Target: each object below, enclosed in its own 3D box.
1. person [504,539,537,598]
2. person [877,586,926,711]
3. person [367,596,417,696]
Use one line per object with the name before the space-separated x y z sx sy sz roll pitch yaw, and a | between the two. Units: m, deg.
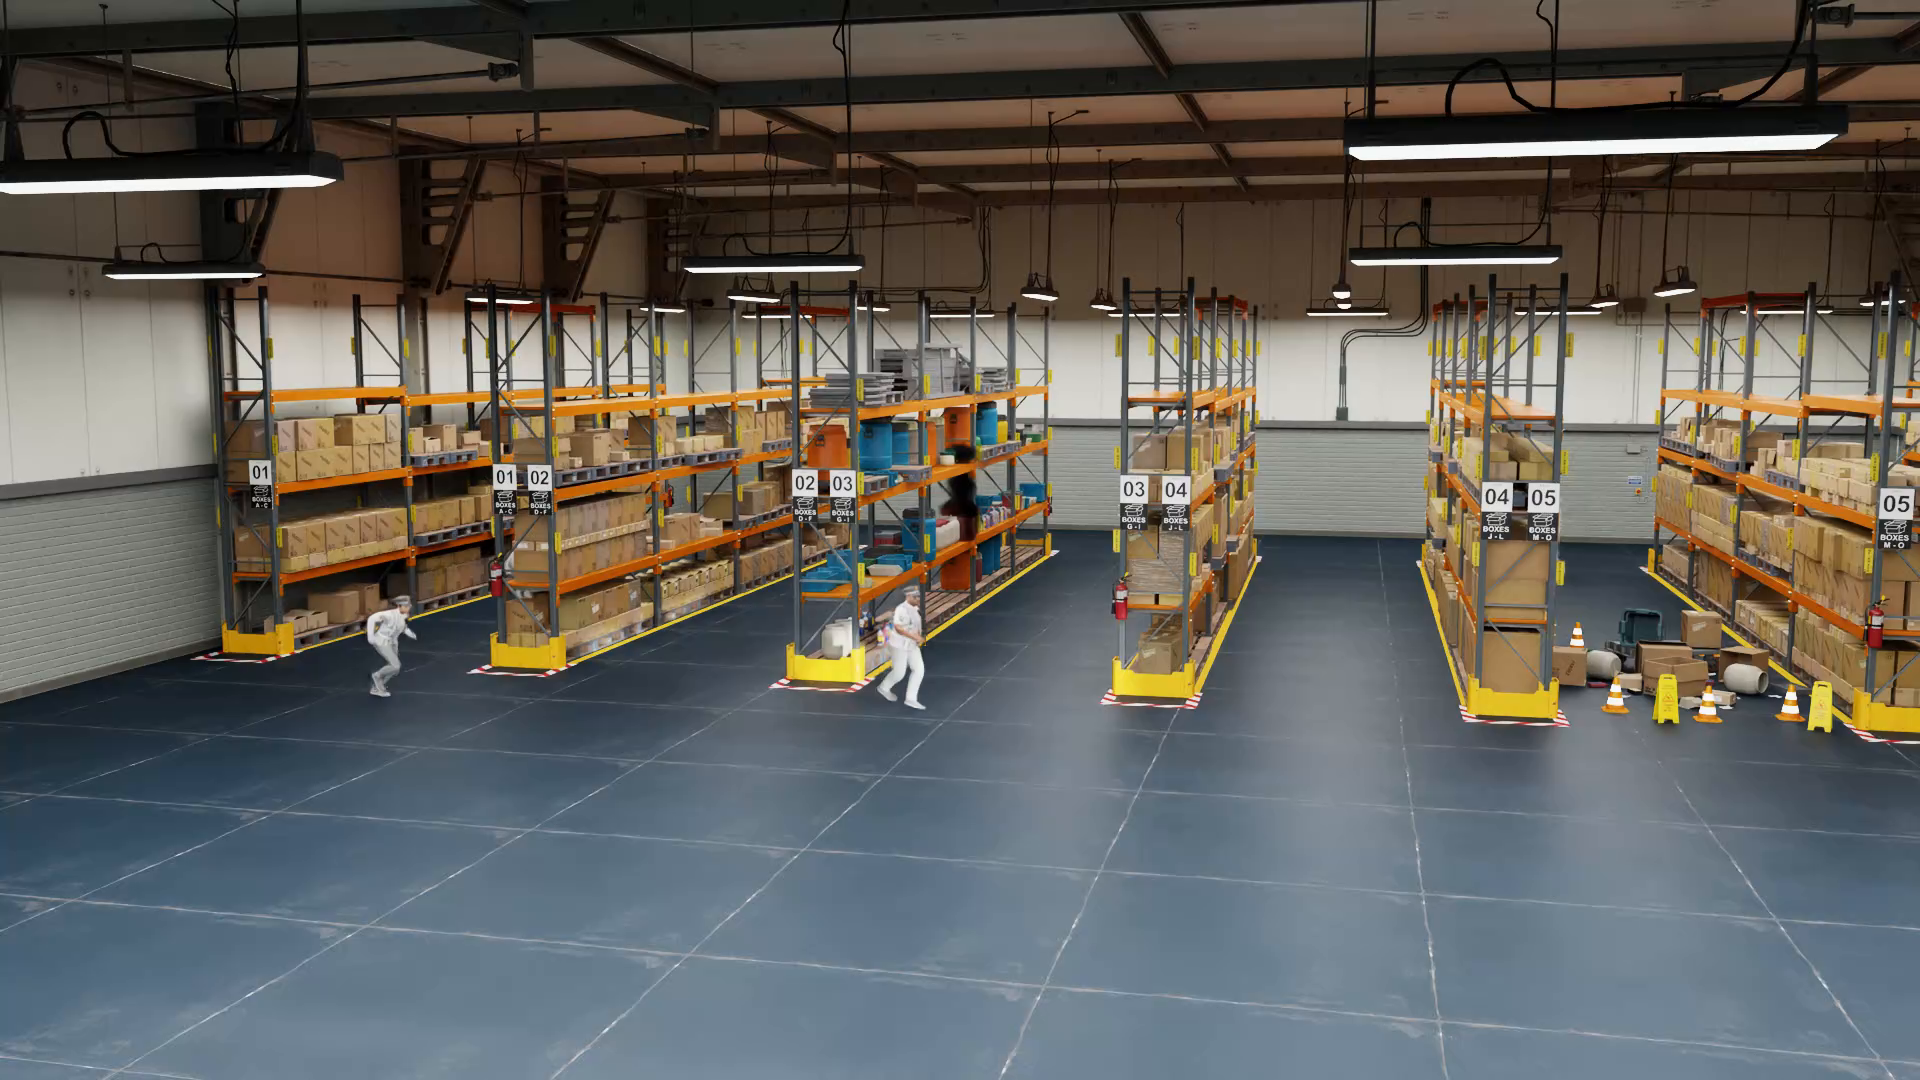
person | -7.701 0.774 29.392 0.626 1.729 1.012 1 7 8
person | -0.853 1.488 23.224 0.831 1.746 0.621 4 8 34
person | -8.174 1.533 23.831 0.788 1.495 0.652 3 7 22
